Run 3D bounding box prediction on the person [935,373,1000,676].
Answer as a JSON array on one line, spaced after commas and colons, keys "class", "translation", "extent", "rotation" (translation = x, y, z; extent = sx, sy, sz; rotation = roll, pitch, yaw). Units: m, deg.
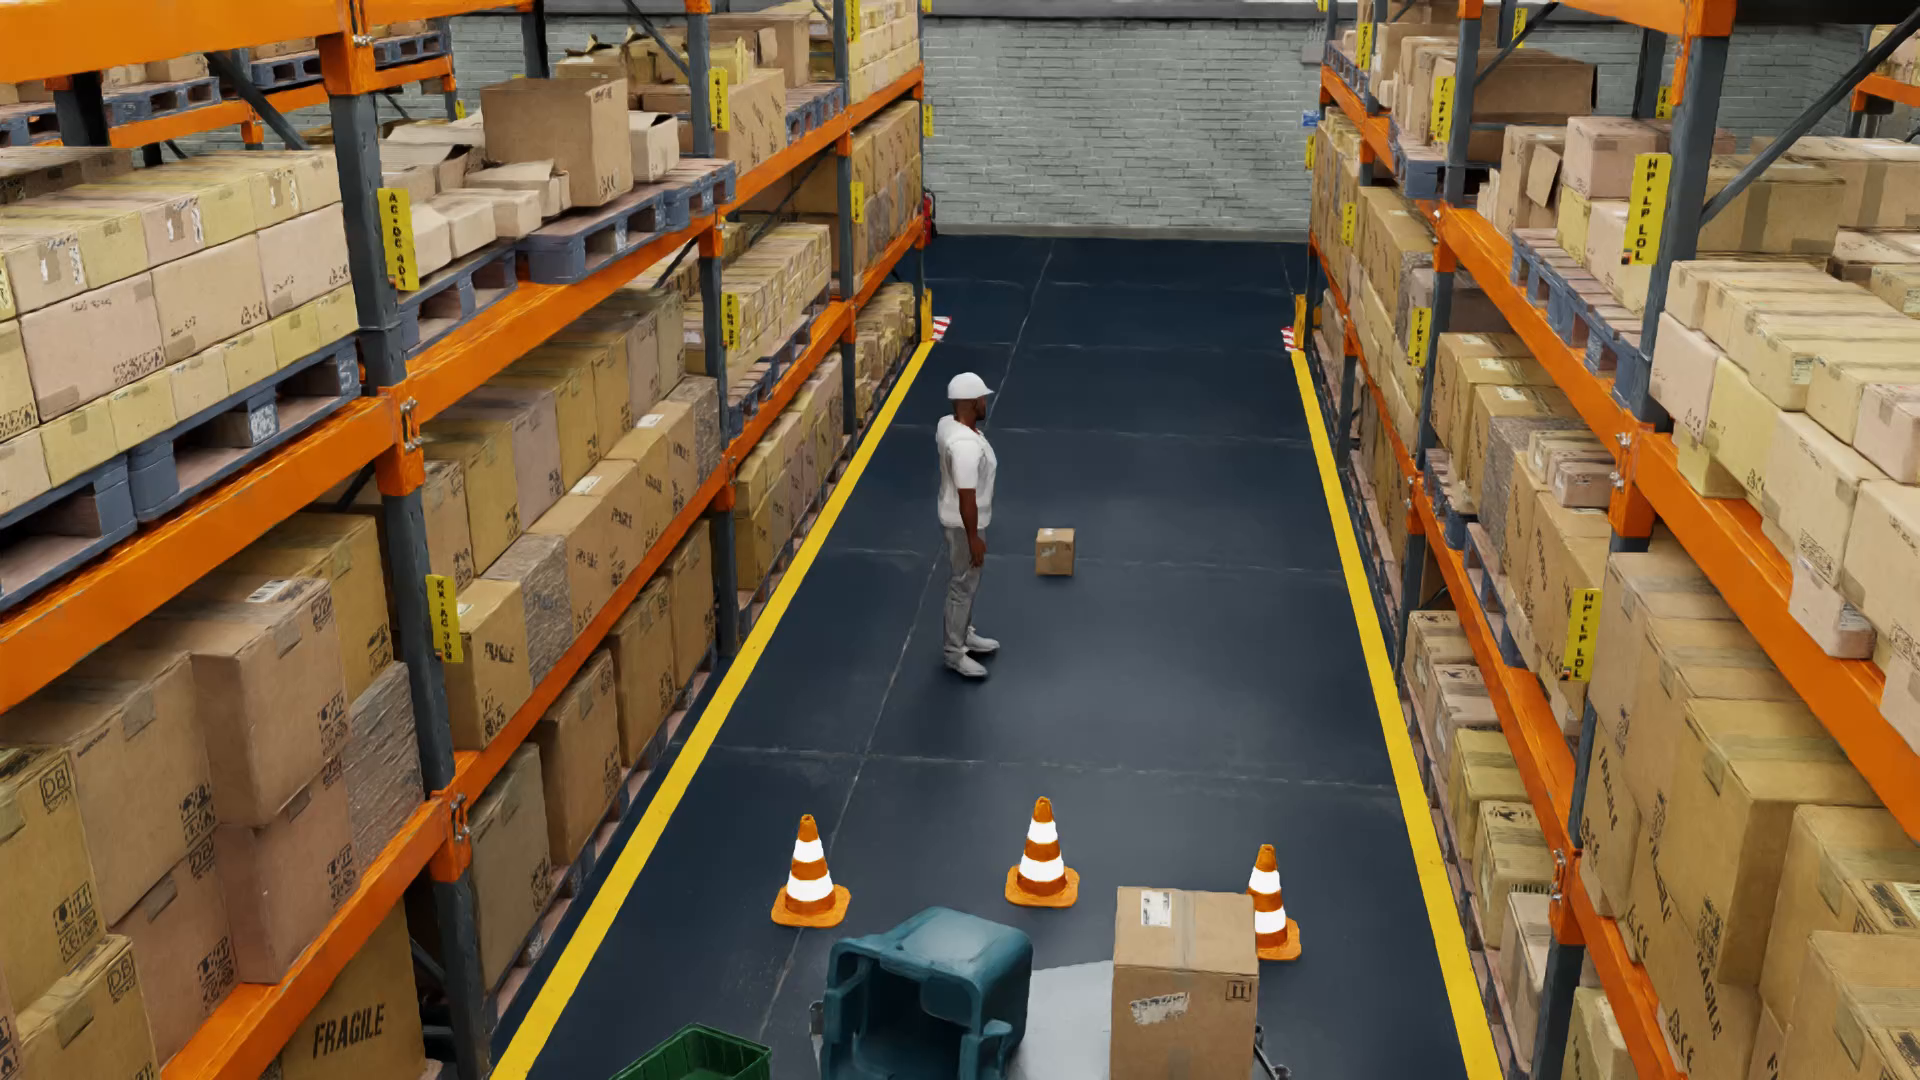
[{"class": "person", "translation": [0.058, -0.117, 9.773], "extent": [0.386, 1.774, 0.650], "rotation": [-2, 21, -4]}]
